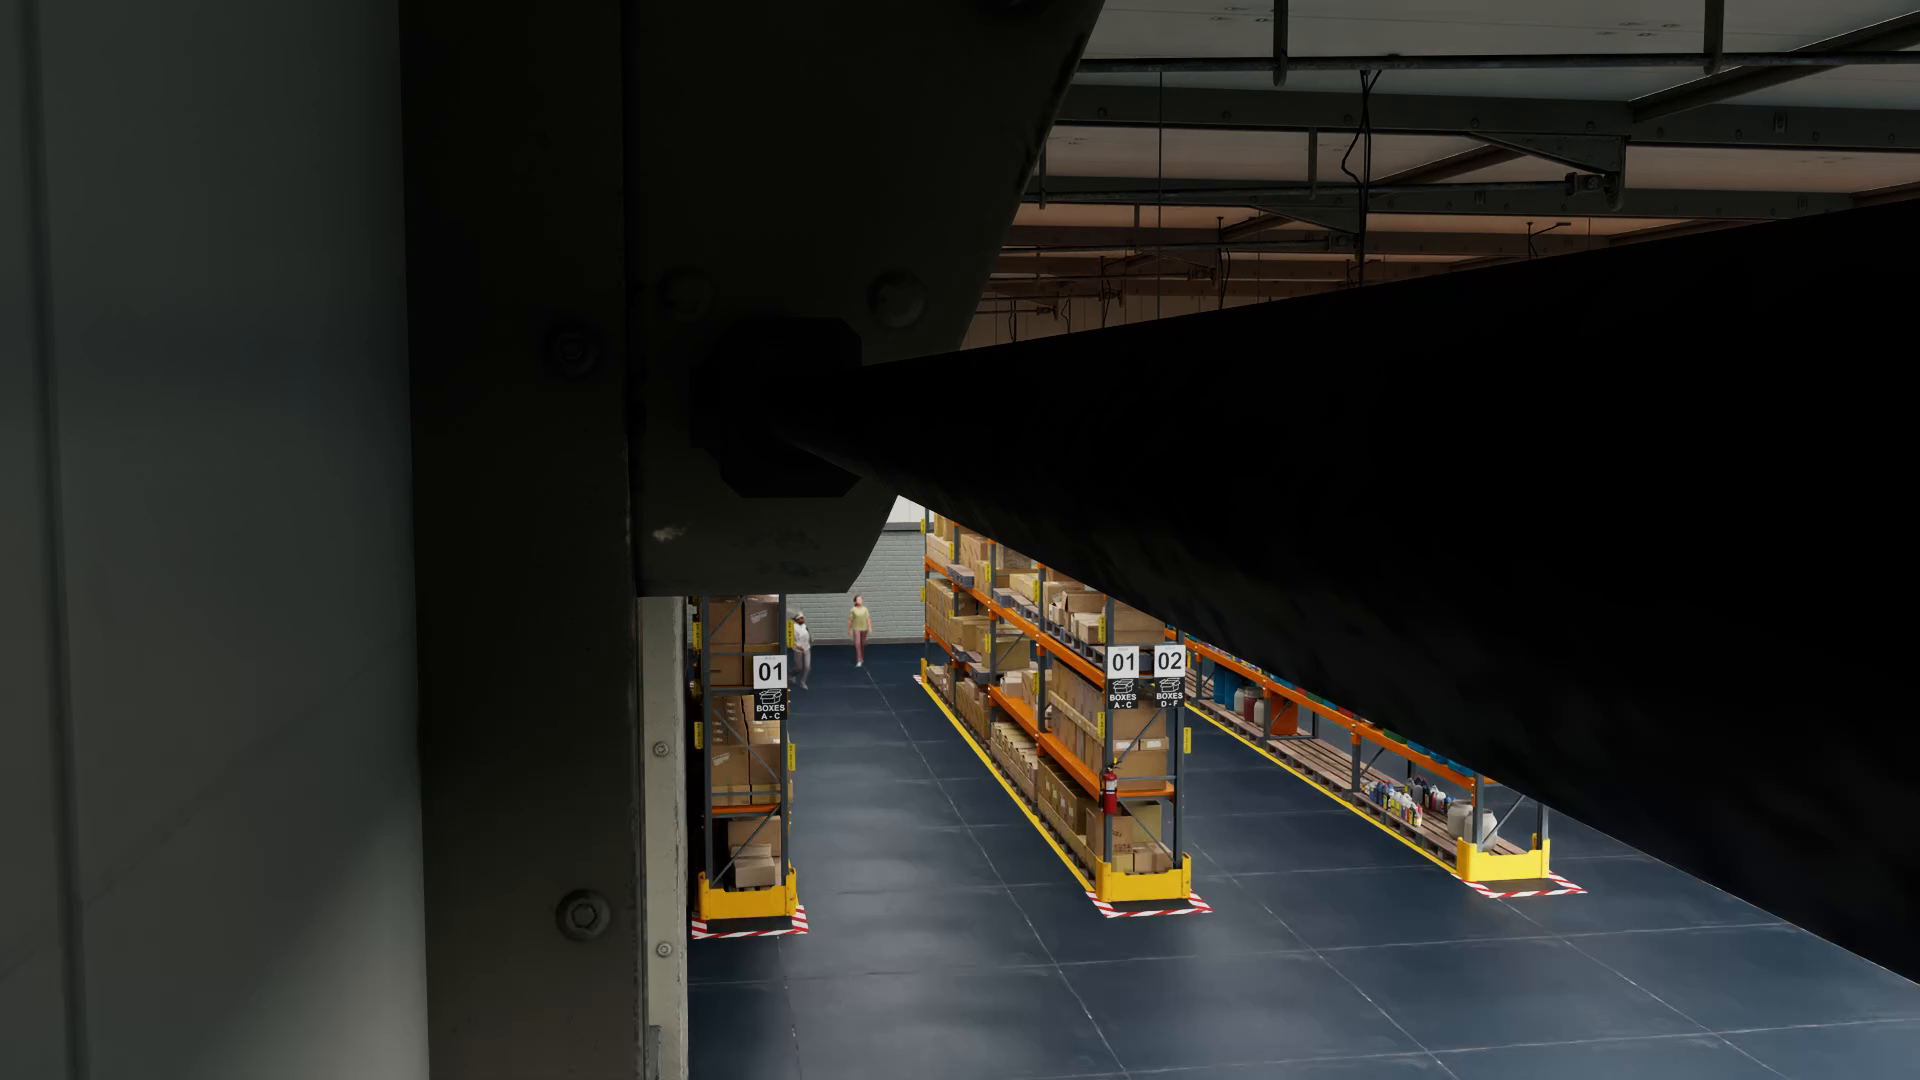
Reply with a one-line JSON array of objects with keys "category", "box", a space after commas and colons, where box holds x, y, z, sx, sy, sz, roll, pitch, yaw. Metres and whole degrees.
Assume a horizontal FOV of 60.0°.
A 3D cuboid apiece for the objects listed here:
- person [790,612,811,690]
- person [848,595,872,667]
[{"category": "person", "box": [-3.478, 2.374, 35.818, 0.538, 1.674, 0.626, -3, 6, -33]}, {"category": "person", "box": [-2.308, 2.102, 38.654, 0.510, 1.610, 0.958, -2, 5, -18]}]
